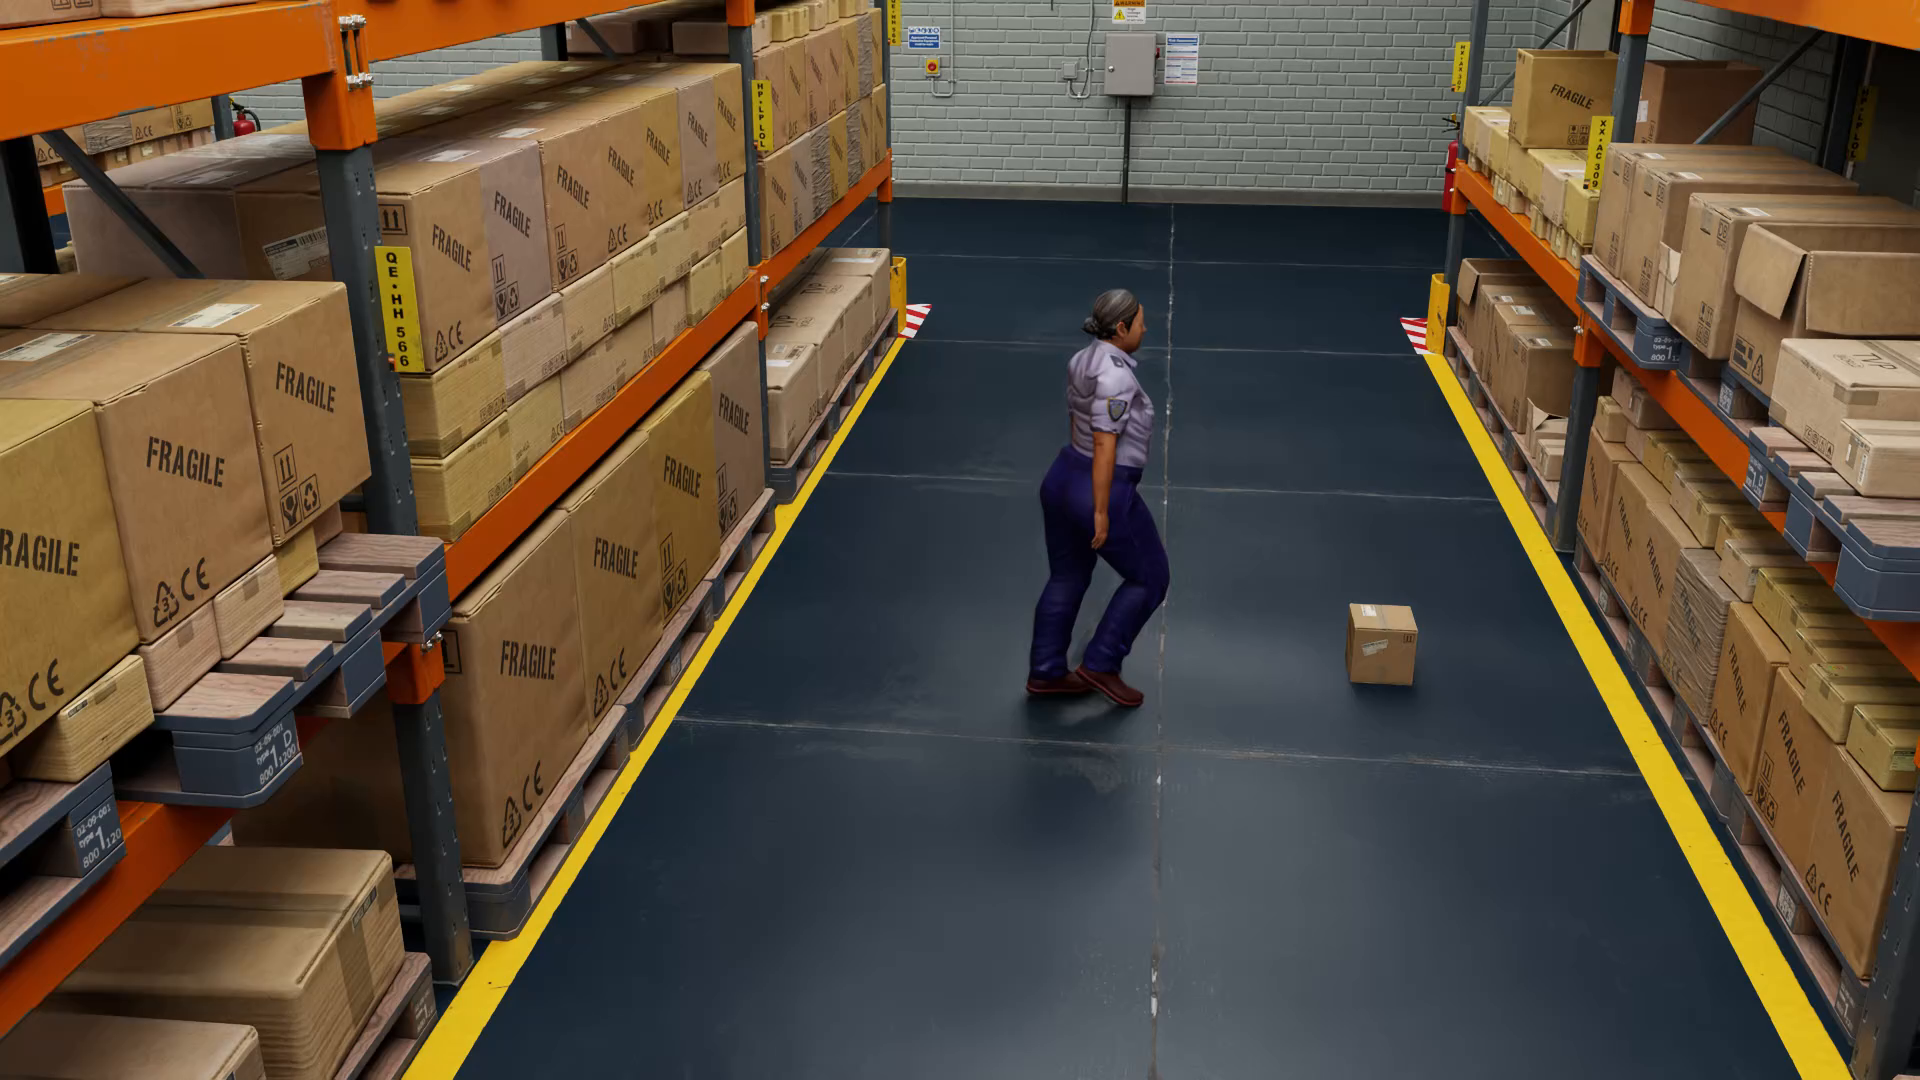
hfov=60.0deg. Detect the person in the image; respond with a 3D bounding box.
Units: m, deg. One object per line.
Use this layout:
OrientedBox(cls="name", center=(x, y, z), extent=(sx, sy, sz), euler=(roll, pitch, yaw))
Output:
OrientedBox(cls="person", center=(0.515, -0.158, 6.469), extent=(0.506, 1.636, 0.491), euler=(-9, 23, -23))
